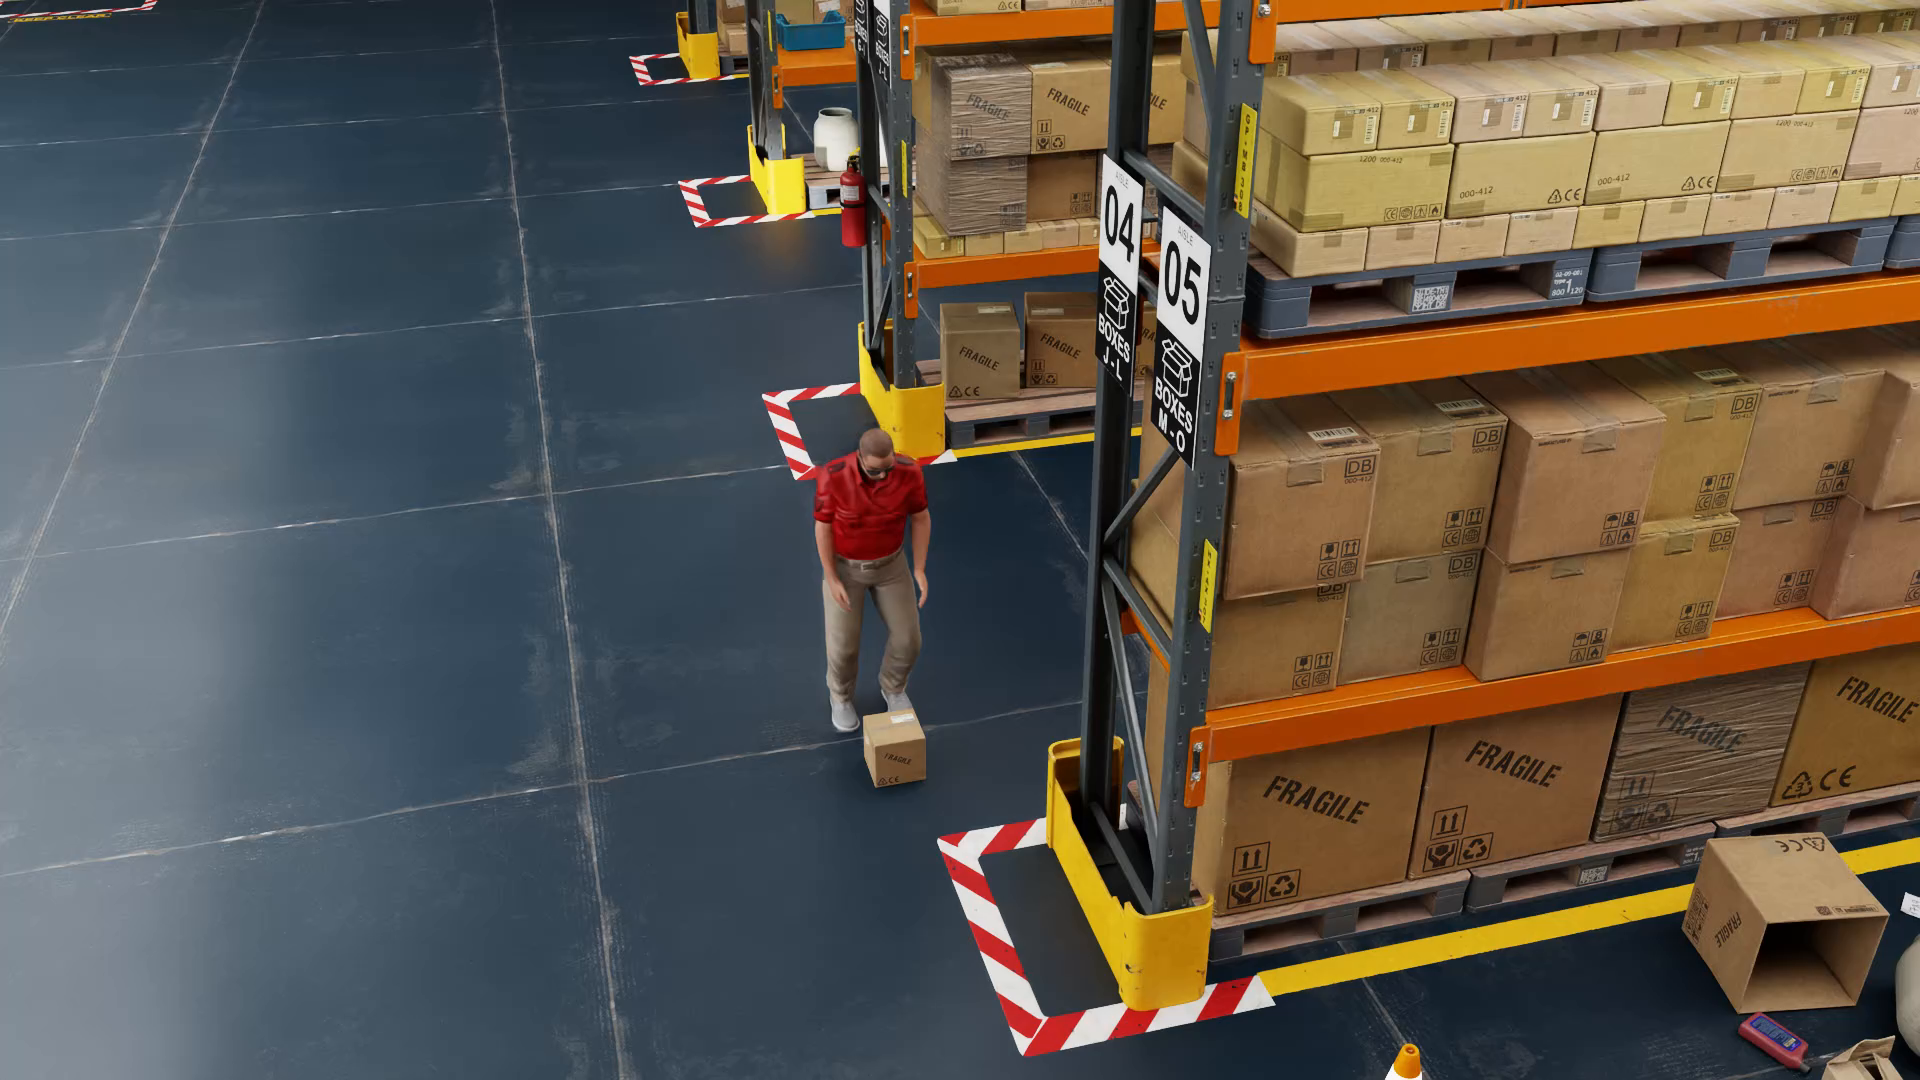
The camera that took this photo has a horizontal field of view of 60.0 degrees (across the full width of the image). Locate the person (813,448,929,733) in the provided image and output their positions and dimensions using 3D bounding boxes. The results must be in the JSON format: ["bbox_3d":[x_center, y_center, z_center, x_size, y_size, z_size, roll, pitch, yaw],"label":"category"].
[{"bbox_3d":[-0.428,0.205,8.137,0.560,1.508,0.407,-7,31,-12],"label":"person"}]
